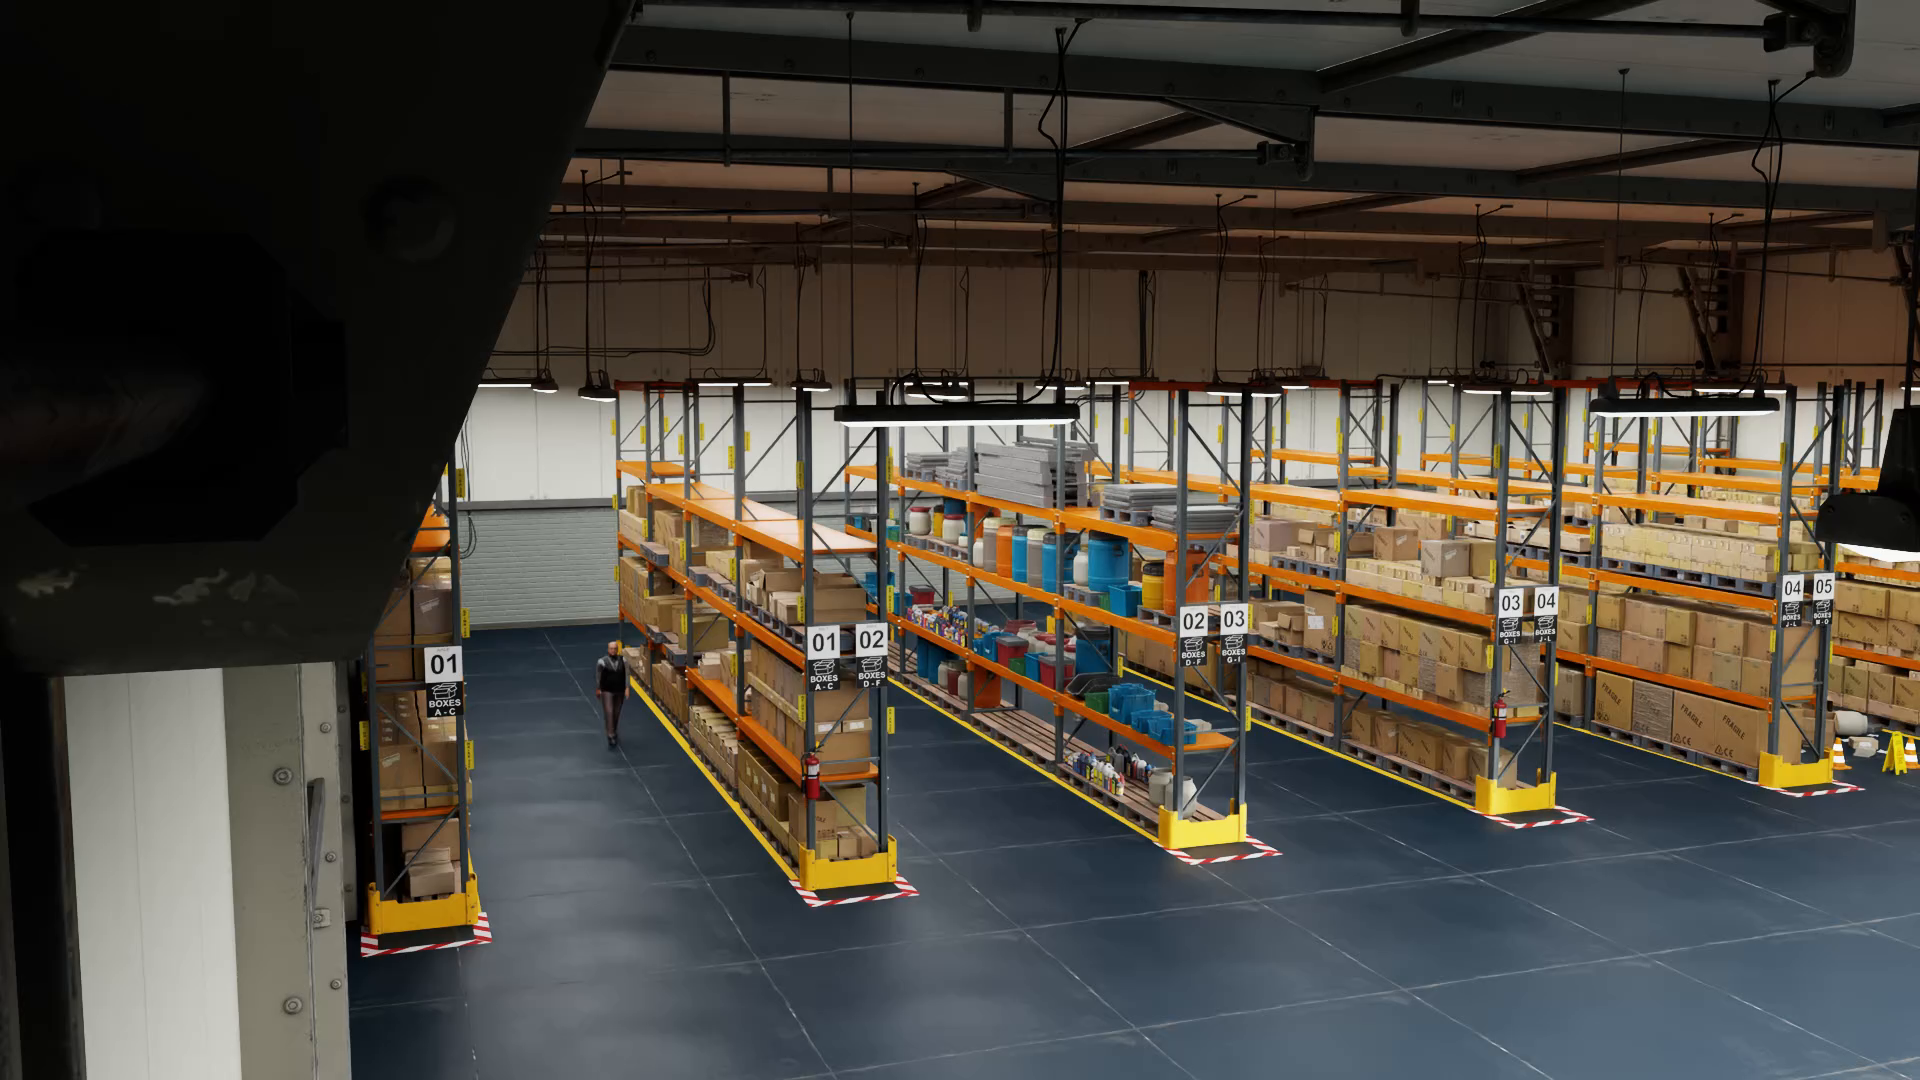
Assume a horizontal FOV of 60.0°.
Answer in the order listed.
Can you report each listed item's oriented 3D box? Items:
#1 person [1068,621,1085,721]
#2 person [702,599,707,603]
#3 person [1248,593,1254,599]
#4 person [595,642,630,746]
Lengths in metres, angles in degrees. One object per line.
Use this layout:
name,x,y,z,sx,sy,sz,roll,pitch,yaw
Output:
person,2.112,2.318,29.578,0.573,1.758,0.475,0,6,-2
person,-6.019,1.403,39.136,0.792,1.562,0.406,0,6,-3
person,5.953,1.895,34.301,0.510,1.651,0.604,-1,6,-7
person,-5.773,2.535,27.815,0.552,1.672,0.979,-4,7,-32
